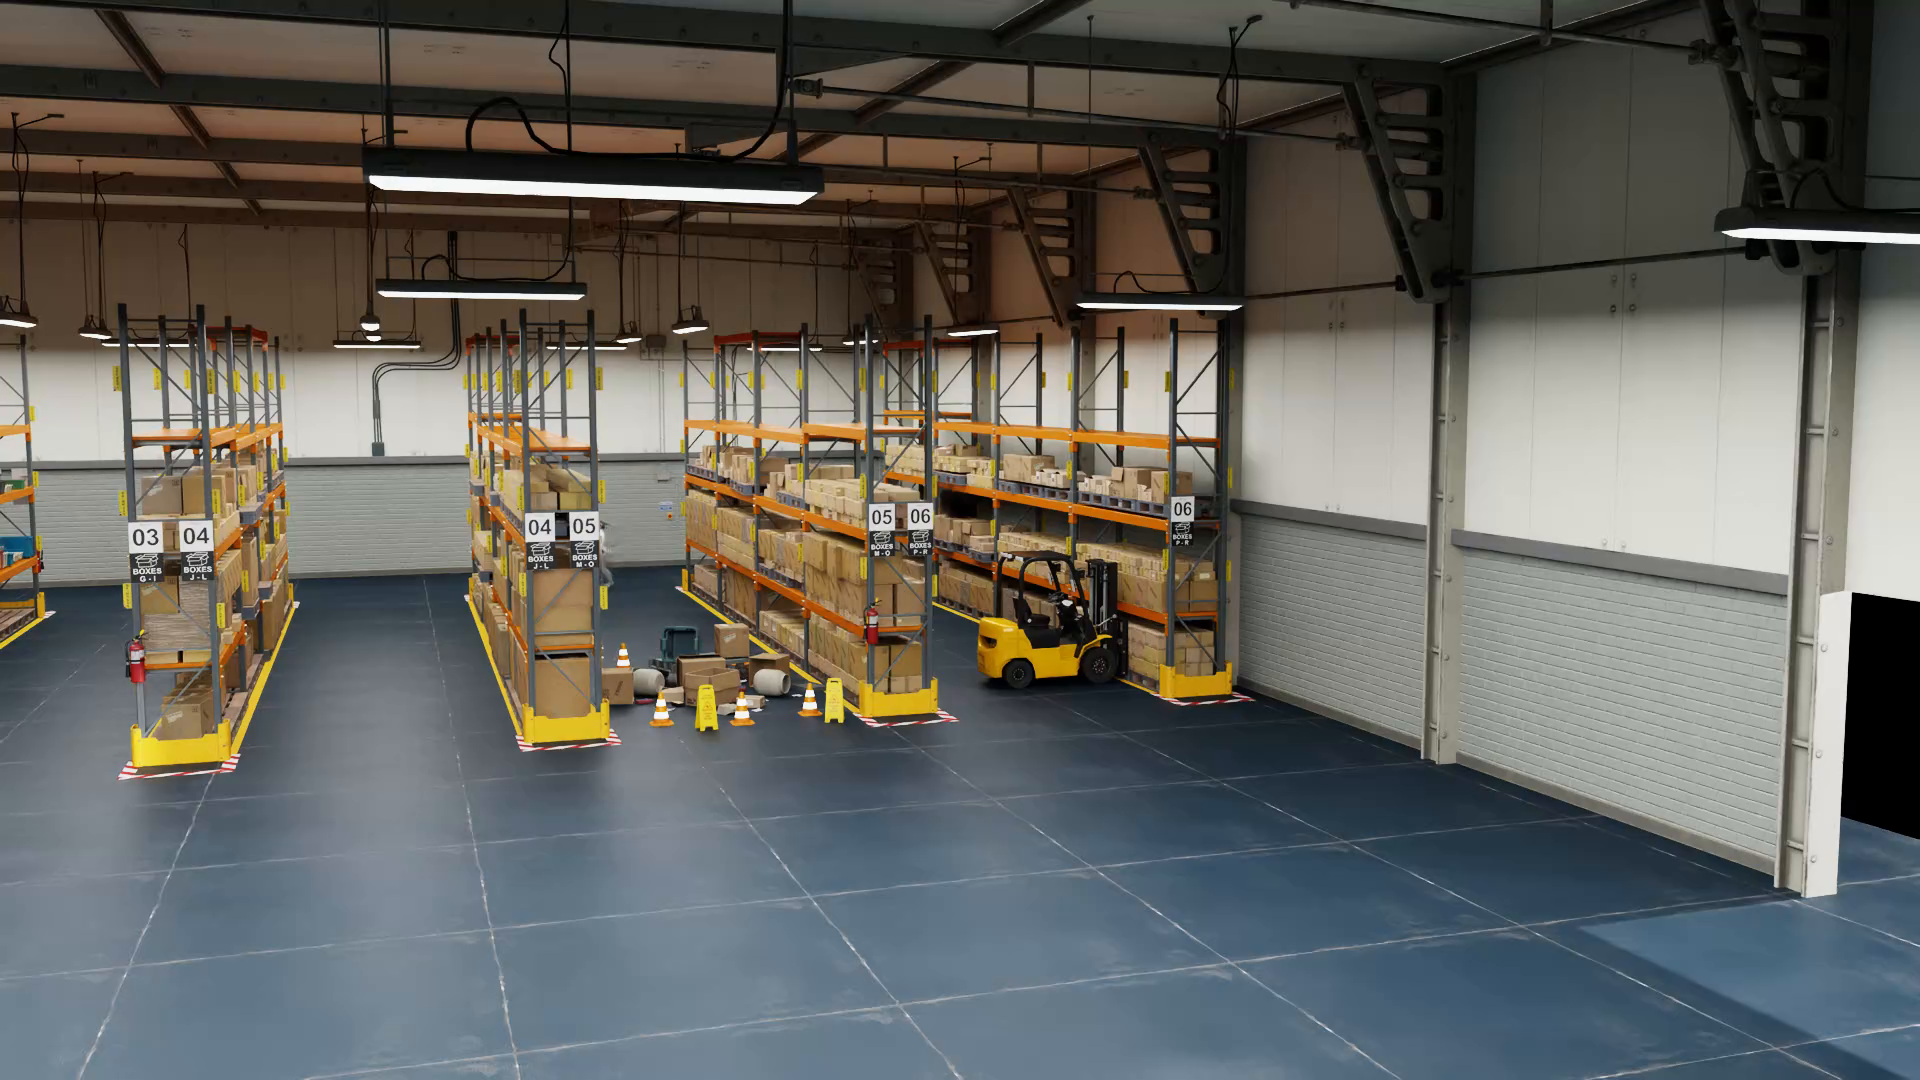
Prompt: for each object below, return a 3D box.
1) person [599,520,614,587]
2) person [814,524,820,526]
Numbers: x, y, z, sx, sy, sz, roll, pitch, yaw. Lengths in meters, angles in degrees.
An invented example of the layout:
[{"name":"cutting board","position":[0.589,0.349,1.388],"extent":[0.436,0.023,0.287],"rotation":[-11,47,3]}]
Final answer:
[{"name":"person","position":[-8.755,0.340,40.332],"extent":[0.696,1.715,0.577],"rotation":[-3,6,-32]},{"name":"person","position":[-3.057,0.441,36.023],"extent":[0.695,1.753,0.557],"rotation":[-2,6,-19]}]
